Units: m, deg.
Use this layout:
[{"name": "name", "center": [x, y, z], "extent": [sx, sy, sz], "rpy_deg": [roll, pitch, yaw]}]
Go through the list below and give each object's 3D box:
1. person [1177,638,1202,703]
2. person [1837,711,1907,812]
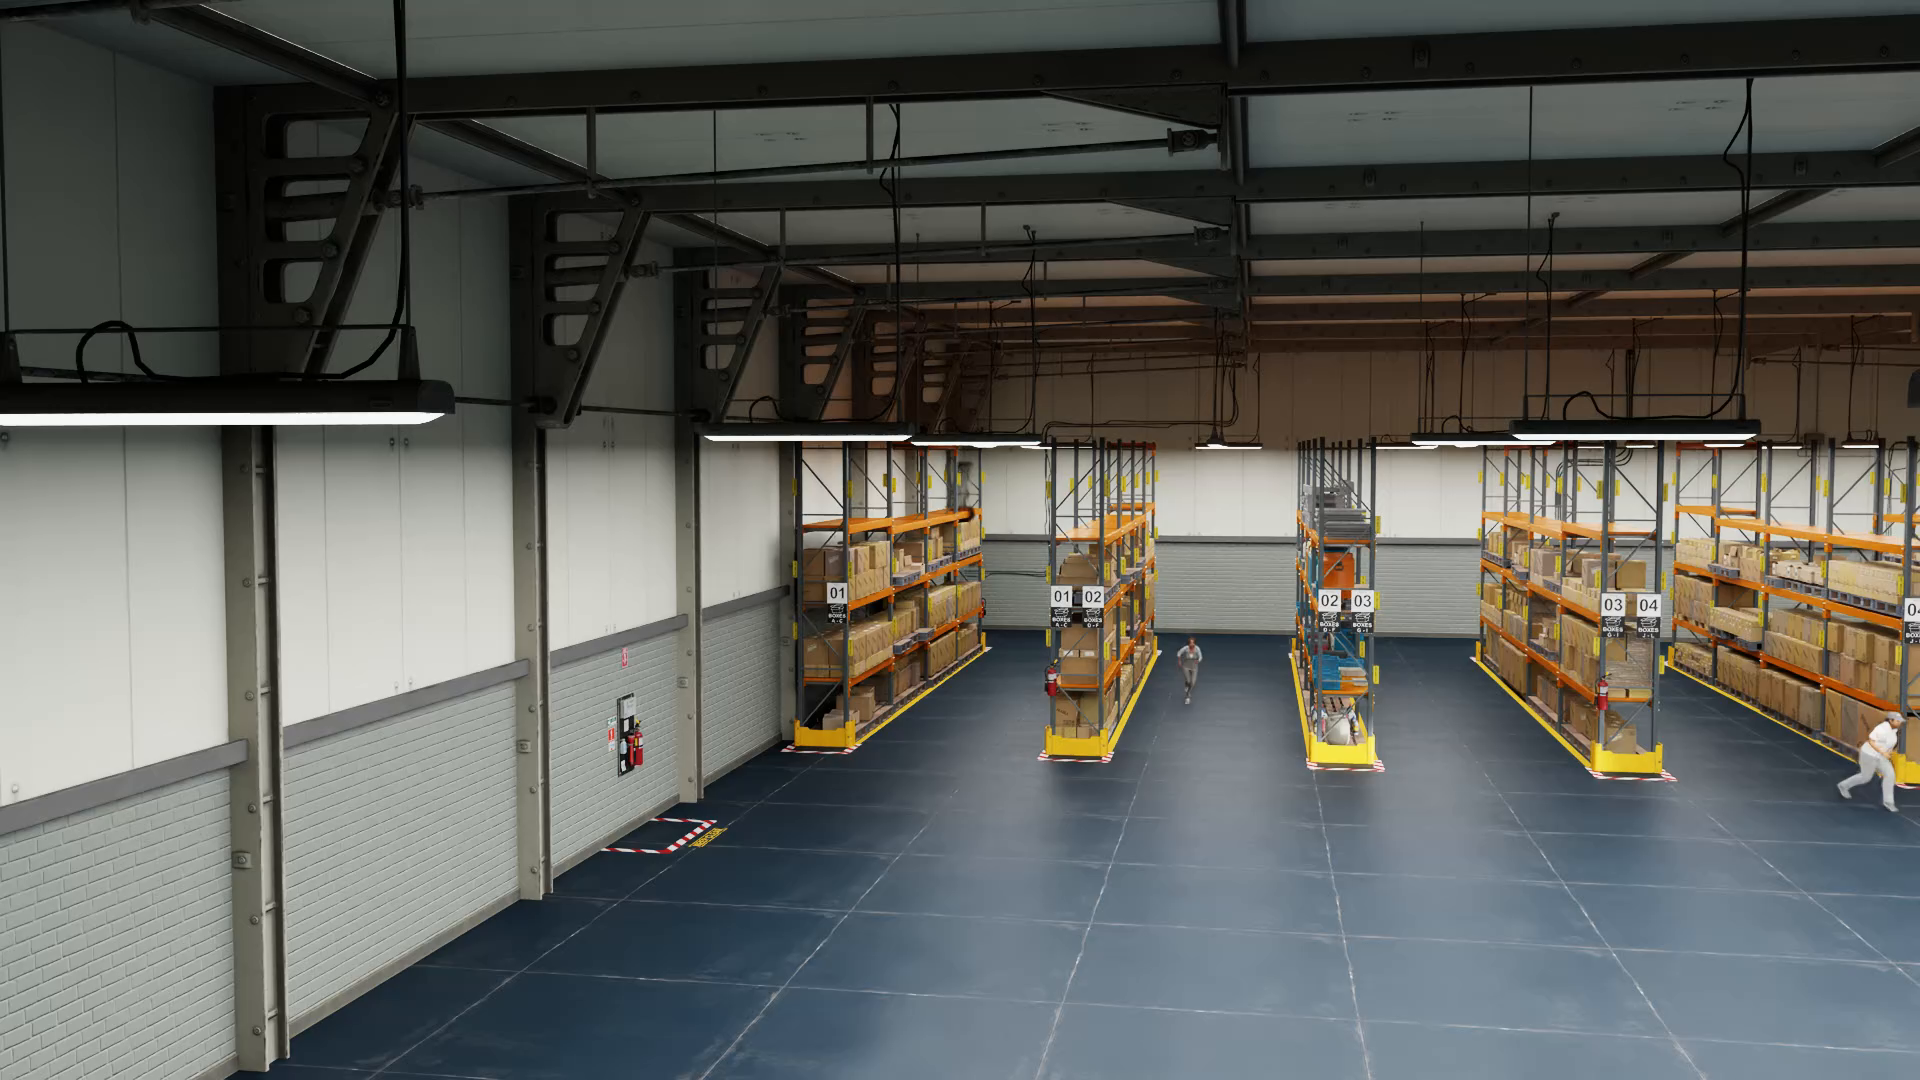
[{"name": "person", "center": [5.225, 2.971, 37.751], "extent": [0.524, 1.526, 0.669], "rpy_deg": [0, 3, -2]}, {"name": "person", "center": [14.708, 3.533, 26.827], "extent": [0.608, 1.627, 1.026], "rpy_deg": [-2, 4, -38]}]
